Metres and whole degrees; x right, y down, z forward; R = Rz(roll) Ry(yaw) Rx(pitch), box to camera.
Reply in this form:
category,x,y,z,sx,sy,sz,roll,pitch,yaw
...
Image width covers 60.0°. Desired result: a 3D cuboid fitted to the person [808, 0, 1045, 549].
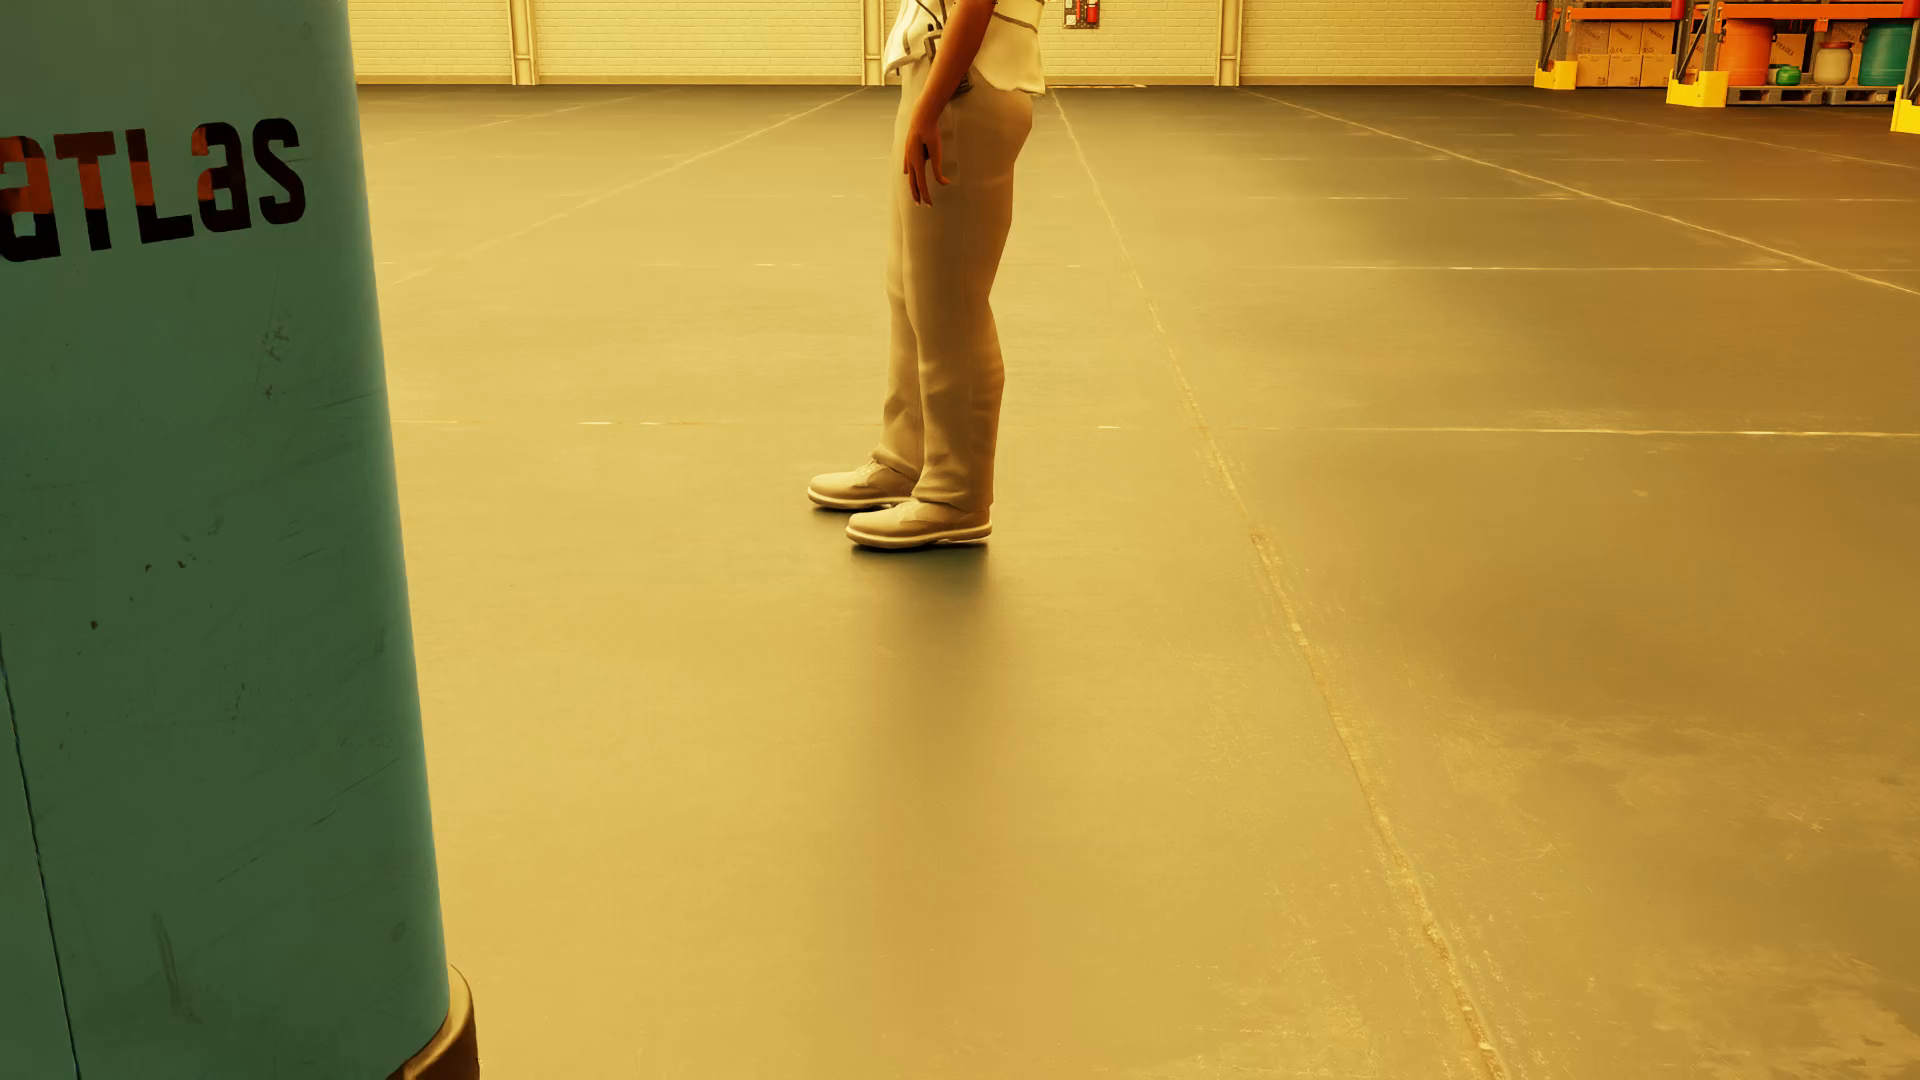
category,x,y,z,sx,sy,sz,roll,pitch,yaw
person,-0.074,-0.822,3.139,0.528,1.694,0.570,1,17,2
